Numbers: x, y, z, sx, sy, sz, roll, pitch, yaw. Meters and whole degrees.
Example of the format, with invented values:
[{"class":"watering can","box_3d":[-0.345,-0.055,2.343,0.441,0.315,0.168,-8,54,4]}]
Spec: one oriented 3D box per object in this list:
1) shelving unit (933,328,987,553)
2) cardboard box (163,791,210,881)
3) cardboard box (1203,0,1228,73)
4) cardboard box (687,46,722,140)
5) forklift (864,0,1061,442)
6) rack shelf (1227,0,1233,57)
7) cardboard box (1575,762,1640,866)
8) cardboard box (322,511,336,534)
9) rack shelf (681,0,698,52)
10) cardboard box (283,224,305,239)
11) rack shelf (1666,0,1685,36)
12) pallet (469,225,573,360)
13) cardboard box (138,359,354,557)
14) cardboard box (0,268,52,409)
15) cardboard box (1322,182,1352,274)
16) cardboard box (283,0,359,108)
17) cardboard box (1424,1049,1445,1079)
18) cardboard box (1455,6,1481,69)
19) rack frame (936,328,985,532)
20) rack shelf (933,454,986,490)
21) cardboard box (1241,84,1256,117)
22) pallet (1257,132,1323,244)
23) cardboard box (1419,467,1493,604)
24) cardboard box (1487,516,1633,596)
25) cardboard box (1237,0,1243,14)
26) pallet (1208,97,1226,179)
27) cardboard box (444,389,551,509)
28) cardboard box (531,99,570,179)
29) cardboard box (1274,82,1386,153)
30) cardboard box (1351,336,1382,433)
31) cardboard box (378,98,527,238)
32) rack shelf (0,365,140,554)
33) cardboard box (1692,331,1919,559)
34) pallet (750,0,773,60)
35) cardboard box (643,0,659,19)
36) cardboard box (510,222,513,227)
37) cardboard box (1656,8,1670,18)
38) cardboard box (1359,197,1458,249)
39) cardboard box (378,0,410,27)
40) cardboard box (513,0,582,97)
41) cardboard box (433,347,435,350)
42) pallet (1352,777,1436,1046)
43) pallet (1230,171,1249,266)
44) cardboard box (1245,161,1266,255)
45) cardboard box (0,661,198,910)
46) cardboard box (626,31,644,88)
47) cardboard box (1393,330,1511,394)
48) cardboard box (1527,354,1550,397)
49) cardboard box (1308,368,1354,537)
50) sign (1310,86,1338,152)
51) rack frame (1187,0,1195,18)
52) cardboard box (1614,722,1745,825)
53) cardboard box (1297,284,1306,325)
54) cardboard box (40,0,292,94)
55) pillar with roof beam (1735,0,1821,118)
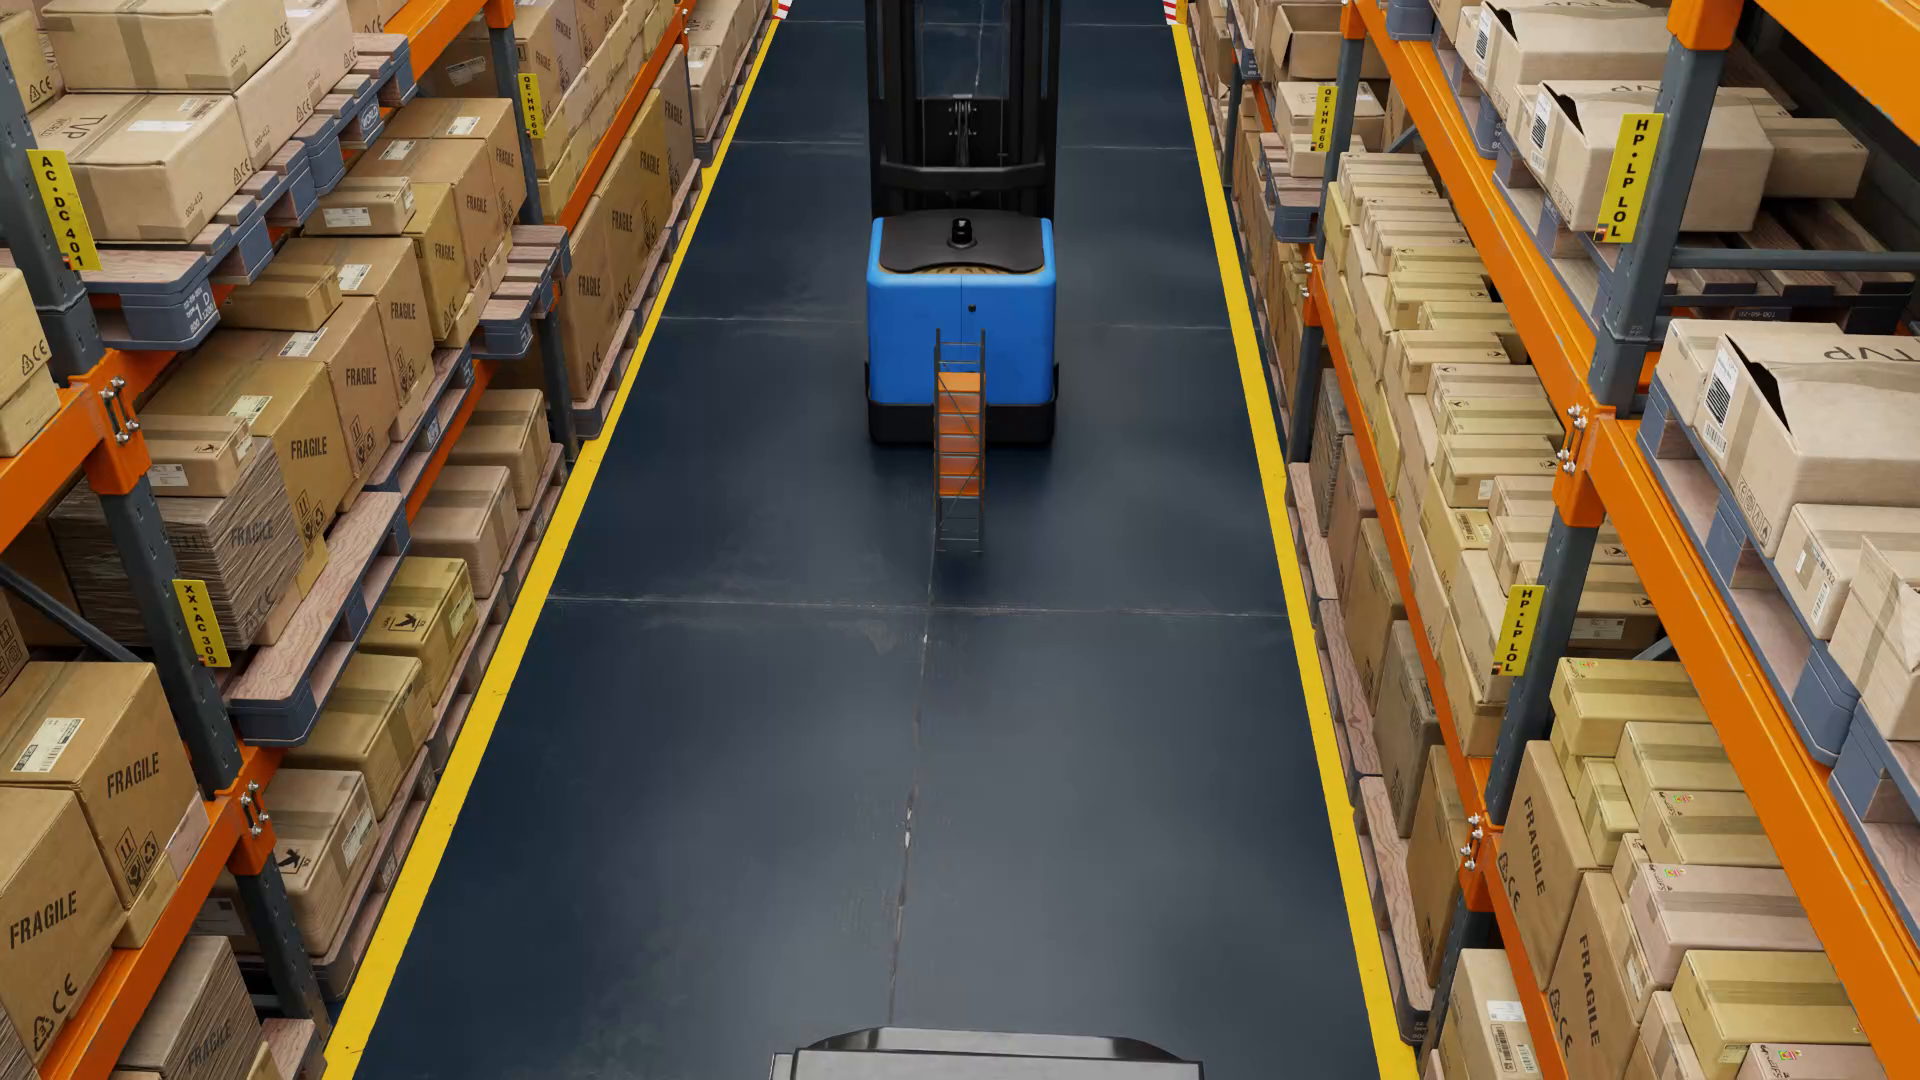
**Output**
[{"class":"shelving unit","box_3d":[-0.001,-0.483,8.339,0.258,1.200,0.189,1,35,2]},{"class":"cardboard box","box_3d":[-2.522,0.892,5.036,0.380,0.149,0.250,1,35,1]},{"class":"cardboard box","box_3d":[2.315,-4.192,13.861,0.500,0.500,0.500,2,35,3]},{"class":"cardboard box","box_3d":[-2.360,-3.480,12.902,0.875,0.438,0.875,1,35,1]},{"class":"forklift","box_3d":[0.019,-2.563,9.794,1.130,2.935,3.031,0,35,0]},{"class":"rack shelf","box_3d":[2.548,-4.741,13.458,1.077,0.370,4.000,1,35,2]},{"class":"cardboard box","box_3d":[1.862,0.730,4.397,0.380,0.149,0.250,2,35,3]},{"class":"cardboard box","box_3d":[-2.522,-0.089,6.067,0.380,0.149,0.250,3,35,5]},{"class":"rack shelf","box_3d":[-2.412,-4.853,13.618,1.077,0.370,4.000,1,35,2]},{"class":"cardboard box","box_3d":[-2.931,-1.177,7.050,0.500,0.500,0.500,2,35,3]},{"class":"rack shelf","box_3d":[2.227,-2.435,5.308,1.077,0.370,4.000,1,35,2]},{"class":"pallet","box_3d":[-2.575,-1.210,7.975,1.213,0.211,1.003,1,35,2]},{"class":"cardboard box","box_3d":[-2.489,-0.287,5.785,0.500,0.500,0.500,1,35,2]},{"class":"cardboard box","box_3d":[-2.562,-0.429,3.960,0.500,0.250,0.500,1,35,1]},{"class":"cardboard box","box_3d":[2.020,-1.482,7.892,0.500,0.250,0.500,1,35,2]},{"class":"cardboard box","box_3d":[-2.372,-1.648,5.588,0.500,0.250,0.500,1,35,1]},{"class":"cardboard box","box_3d":[1.796,1.934,5.362,0.500,0.250,0.500,2,35,2]},{"class":"cardboard box","box_3d":[1.918,-1.709,5.676,0.380,0.149,0.250,1,35,1]},{"class":"rack frame","box_3d":[0.003,-0.535,8.414,0.240,1.200,0.006,1,35,2]},{"class":"rack shelf","box_3d":[-0.001,-0.348,8.433,0.258,0.103,0.180,1,35,2]},{"class":"cardboard box","box_3d":[2.187,-3.100,11.743,0.380,0.149,0.250,3,35,4]},{"class":"pallet","box_3d":[2.264,-1.900,8.958,1.213,0.211,1.003,1,35,2]},{"class":"cardboard box","box_3d":[1.924,-0.017,5.806,0.500,0.250,0.500,0,35,1]},{"class":"cardboard box","box_3d":[1.931,0.054,5.359,0.380,0.149,0.250,1,35,1]},{"class":"cardboard box","box_3d":[2.225,-3.826,11.079,0.700,0.500,0.500,2,35,3]},{"class":"pallet","box_3d":[2.496,-3.140,12.980,1.003,0.211,1.213,1,35,2]},{"class":"cardboard box","box_3d":[-2.685,-0.473,8.680,0.950,0.372,0.625,-1,35,-1]},{"class":"cardboard box","box_3d":[-2.386,-2.129,8.812,0.500,0.250,0.500,1,35,2]},{"class":"cardboard box","box_3d":[2.026,-2.312,9.142,0.500,0.250,0.500,0,35,0]},{"class":"cardboard box","box_3d":[2.006,-0.692,7.202,0.500,0.250,0.500,0,35,0]},{"class":"cardboard box","box_3d":[-2.393,-1.767,7.891,0.500,0.500,0.500,0,35,1]},{"class":"rack shelf","box_3d":[-2.894,0.814,2.946,1.077,0.370,4.000,1,35,2]},{"class":"cardboard box","box_3d":[1.869,-0.221,3.418,0.500,0.311,0.500,2,35,3]},{"class":"pallet","box_3d":[-2.285,-4.694,15.192,1.003,0.211,1.213,1,35,2]},{"class":"cardboard box","box_3d":[-2.280,-3.595,10.898,0.500,0.250,0.500,2,35,3]},{"class":"cardboard box","box_3d":[-2.431,-1.576,8.182,0.380,0.149,0.250,3,35,4]},{"class":"cardboard box","box_3d":[2.298,-1.707,5.658,0.380,0.166,0.250,1,35,2]},{"class":"cardboard box","box_3d":[2.006,-1.416,7.451,0.380,0.149,0.250,2,35,3]},{"class":"cardboard box","box_3d":[-2.701,-2.424,6.841,0.700,0.500,0.500,1,35,2]},{"class":"cardboard box","box_3d":[-2.378,-2.713,8.991,0.500,0.500,0.500,1,35,2]},{"class":"cardboard box","box_3d":[-2.486,-0.830,7.121,0.380,0.149,0.250,2,35,2]},{"class":"pallet","box_3d":[2.137,1.427,6.482,1.003,0.211,1.213,1,35,2]},{"class":"pallet","box_3d":[2.473,-2.277,11.752,1.003,0.211,1.213,1,35,2]},{"class":"cardboard box","box_3d":[2.187,-2.170,10.983,0.500,0.500,0.500,0,35,0]},{"class":"cardboard box","box_3d":[-2.583,0.696,4.751,0.500,0.500,0.500,0,35,1]},{"class":"cardboard box","box_3d":[-2.319,-3.092,10.616,0.500,0.250,0.500,0,35,1]},{"class":"cardboard box","box_3d":[1.893,-0.686,6.412,0.380,0.149,0.250,0,35,1]},{"class":"cardboard box","box_3d":[2.497,-0.596,6.631,0.500,0.250,0.500,1,35,1]},{"class":"cardboard box","box_3d":[2.268,-0.430,8.399,0.875,0.625,0.625,2,35,3]},{"class":"sign","box_3d":[1.764,-2.036,8.046,0.100,0.325,0.005,1,35,2]},{"class":"rack frame","box_3d":[2.628,-6.184,14.886,1.000,3.000,0.127,1,35,2]},{"class":"cardboard box","box_3d":[1.935,0.611,4.307,0.380,0.149,0.250,2,35,3]},{"class":"cardboard box","box_3d":[2.074,-1.292,9.170,0.380,0.149,0.250,0,35,0]},{"class":"cardboard box","box_3d":[-2.380,-1.557,5.025,0.500,0.250,0.500,1,35,1]},{"class":"pillar with roof beam","box_3d":[-1.146,-3.372,5.667,9.100,9.000,0.400,1,35,2]}]
